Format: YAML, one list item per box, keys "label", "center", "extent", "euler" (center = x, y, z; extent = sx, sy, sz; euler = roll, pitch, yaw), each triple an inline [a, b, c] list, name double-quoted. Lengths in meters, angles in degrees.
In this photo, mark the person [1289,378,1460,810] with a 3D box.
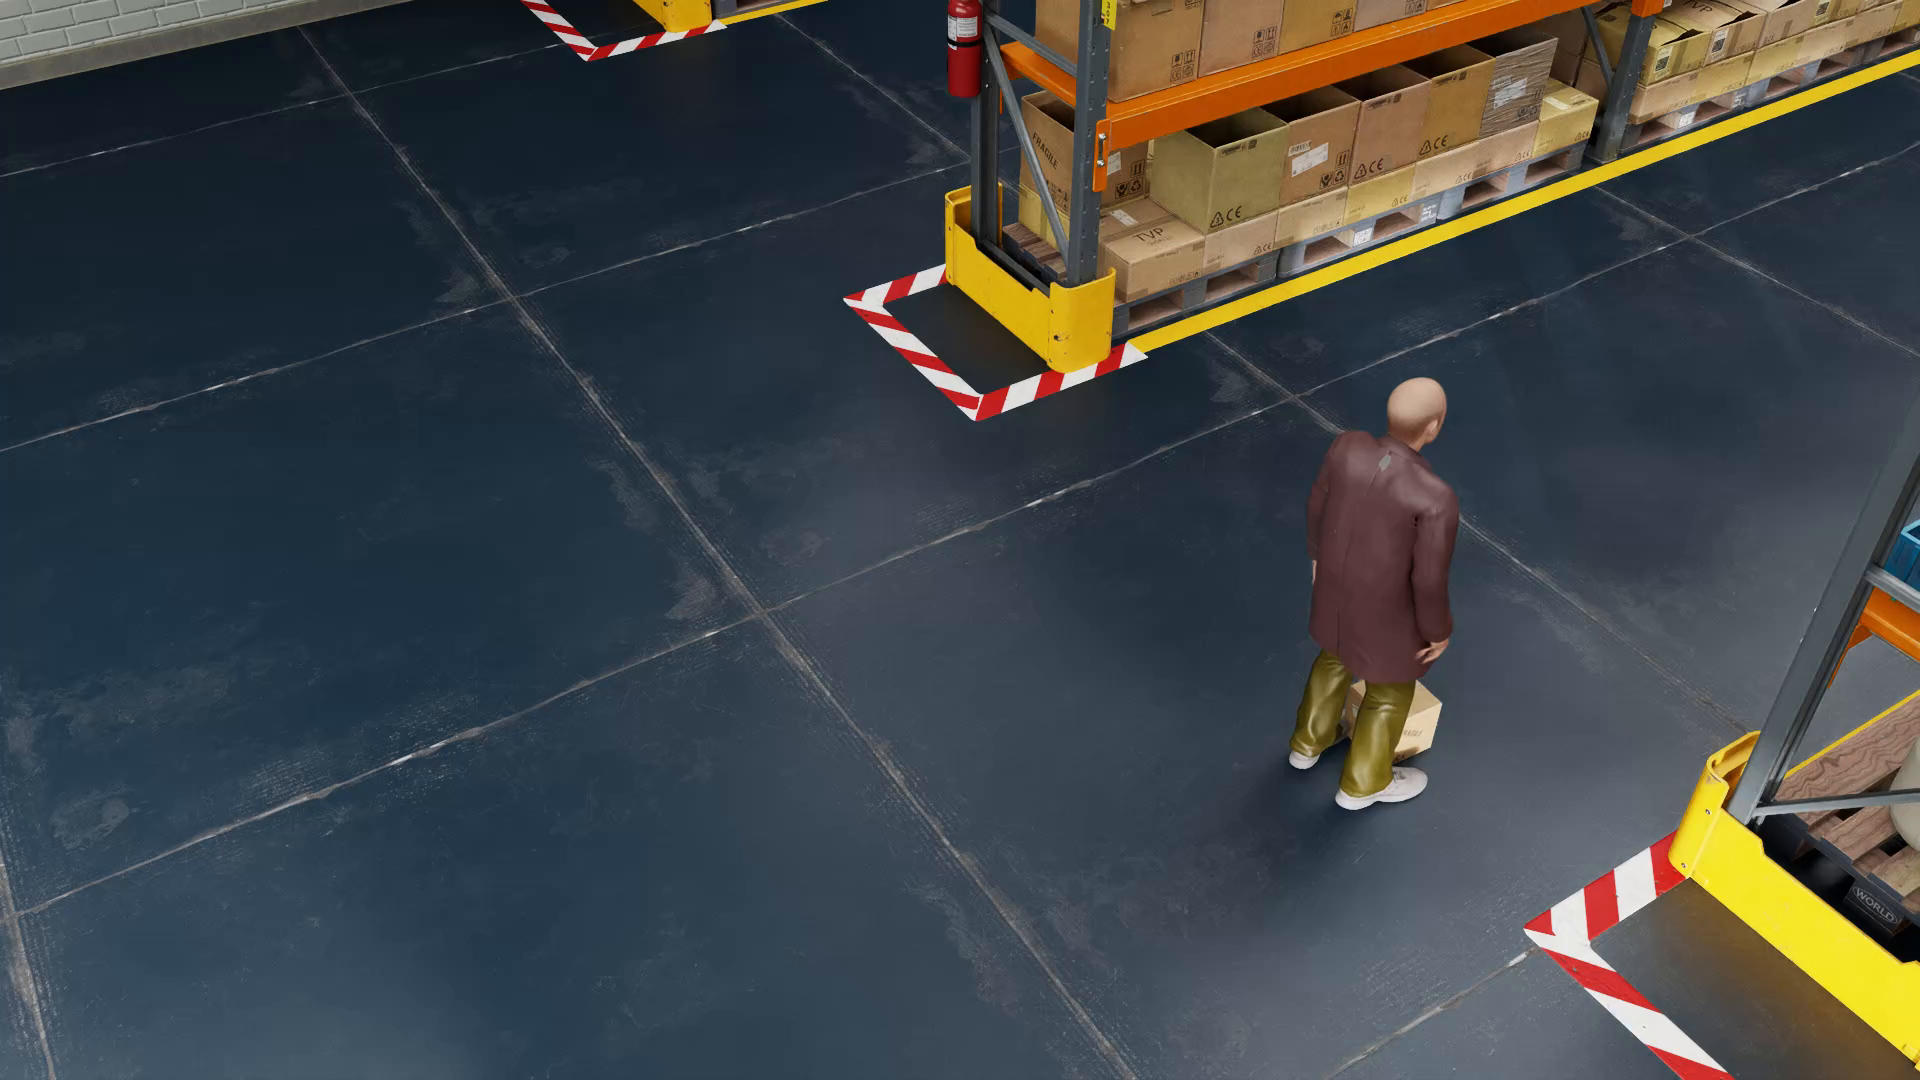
- label: "person"
  center: [1.476, 0.193, 5.941]
  extent: [0.419, 1.775, 0.655]
  euler: [-24, 46, -26]
